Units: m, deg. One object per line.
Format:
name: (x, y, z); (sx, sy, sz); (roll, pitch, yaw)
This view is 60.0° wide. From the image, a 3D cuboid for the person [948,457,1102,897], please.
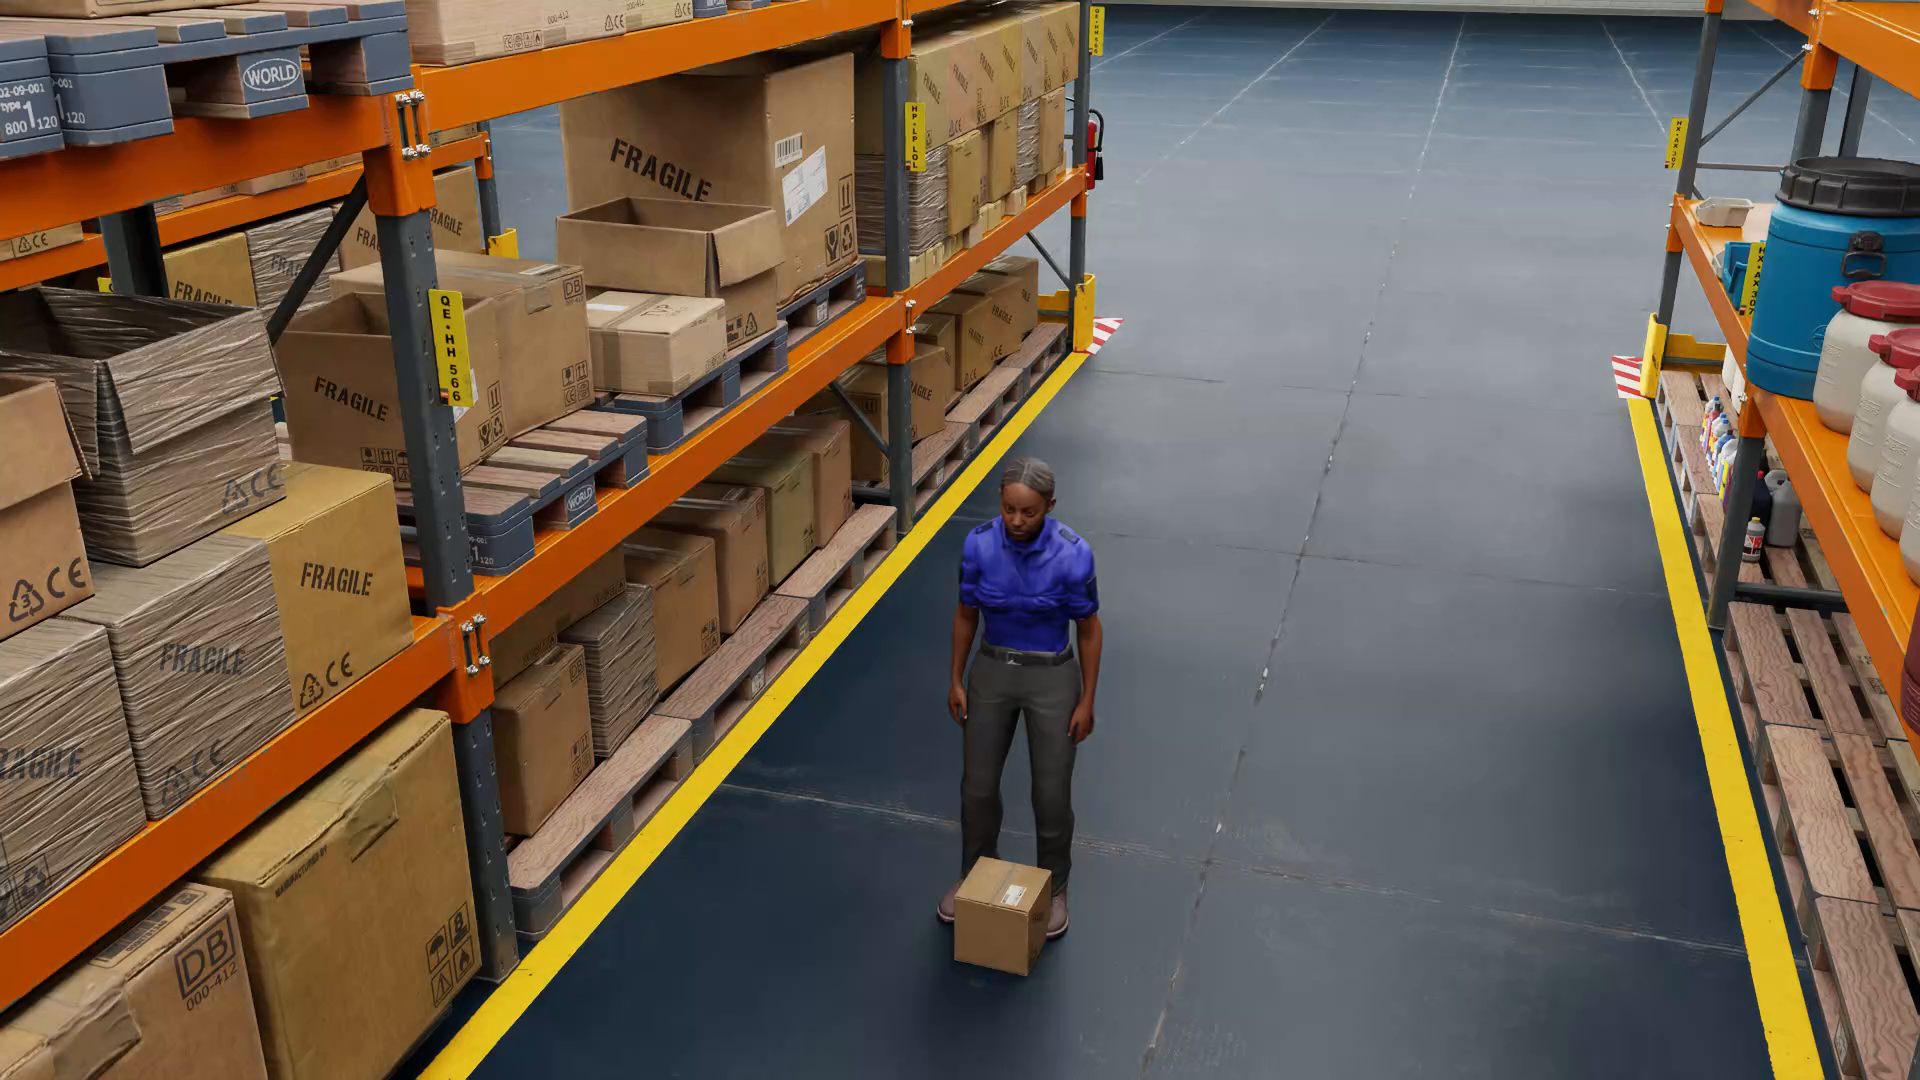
person: (0.205, 0.467, 5.371); (0.493, 1.570, 0.349); (6, 23, 15)
